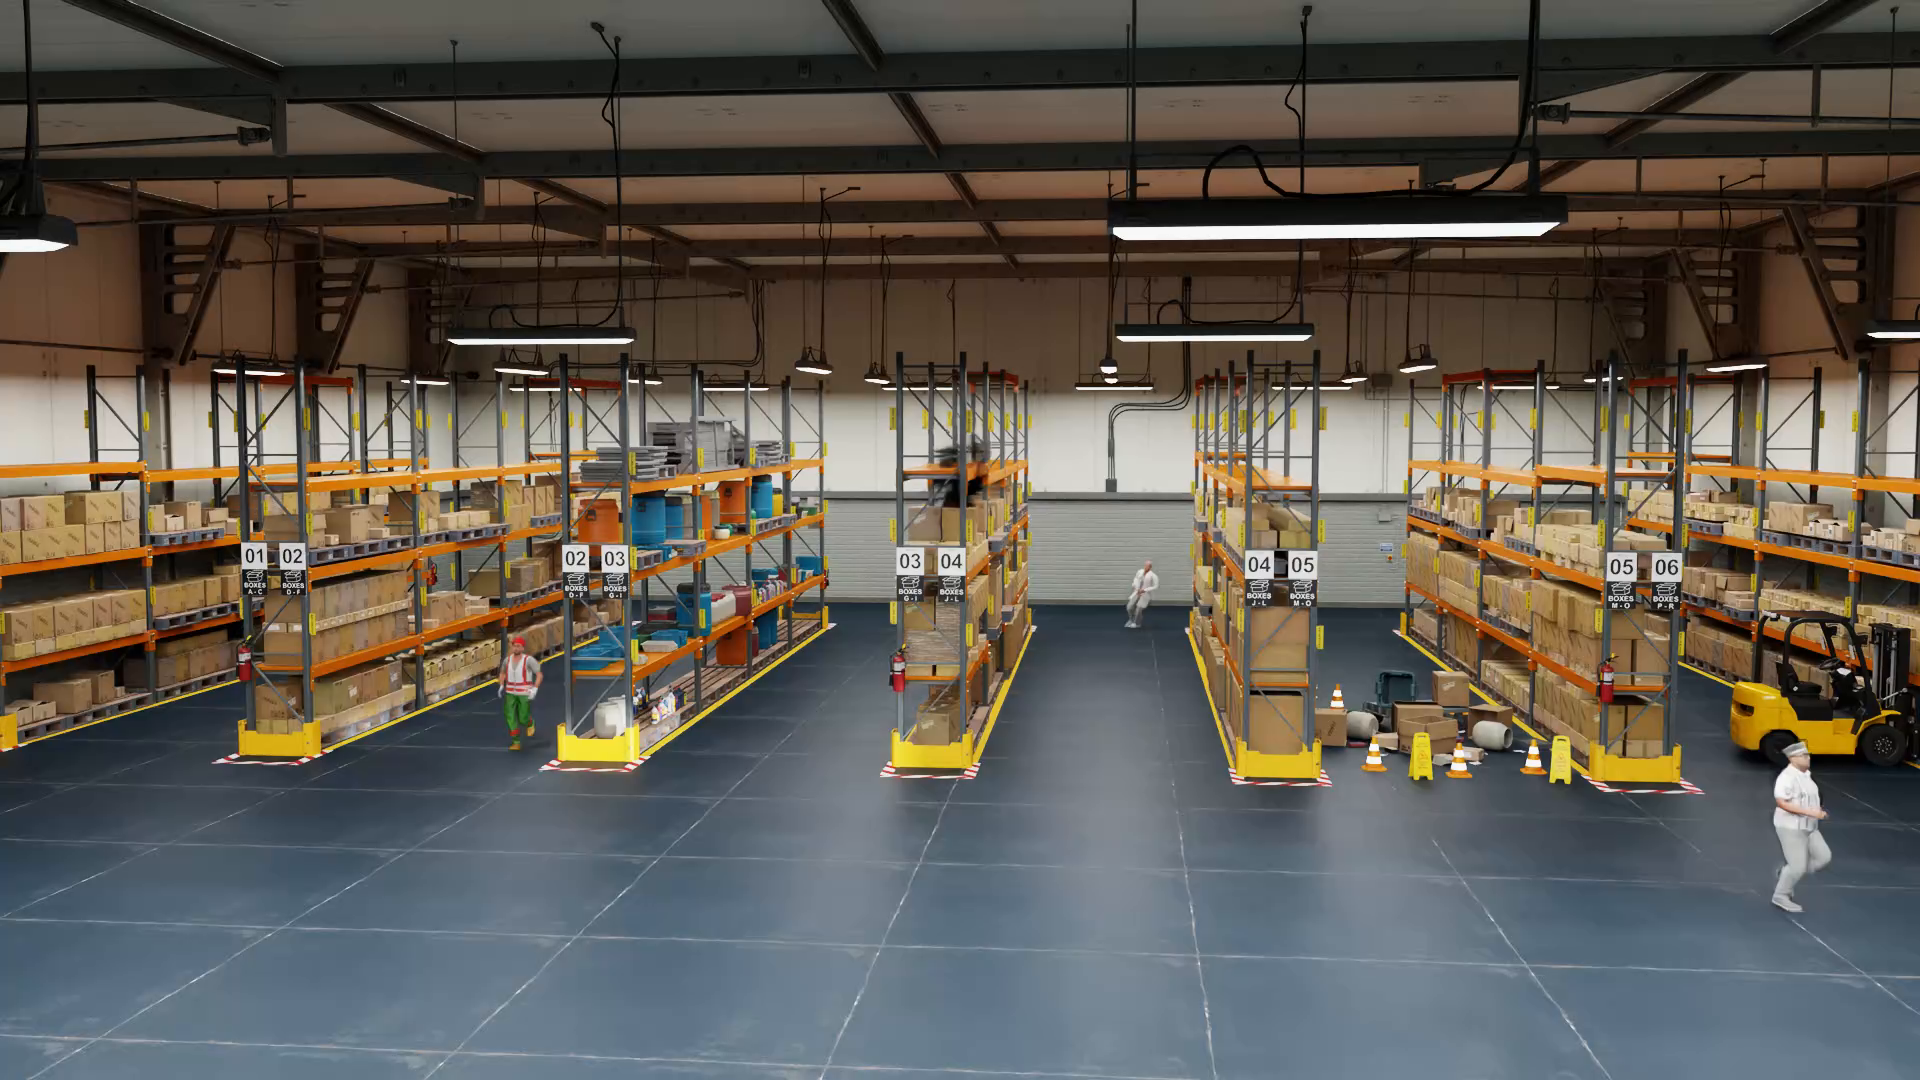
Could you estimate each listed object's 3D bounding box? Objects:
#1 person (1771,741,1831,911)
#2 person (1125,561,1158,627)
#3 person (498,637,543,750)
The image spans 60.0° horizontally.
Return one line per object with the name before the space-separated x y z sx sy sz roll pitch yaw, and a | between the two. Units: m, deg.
person | 8.611 2.919 16.981 0.716 1.754 0.553 -3 5 -41
person | 4.373 1.314 40.051 0.887 1.648 0.628 4 5 41
person | -6.717 2.329 25.431 0.696 1.724 0.642 1 4 8
